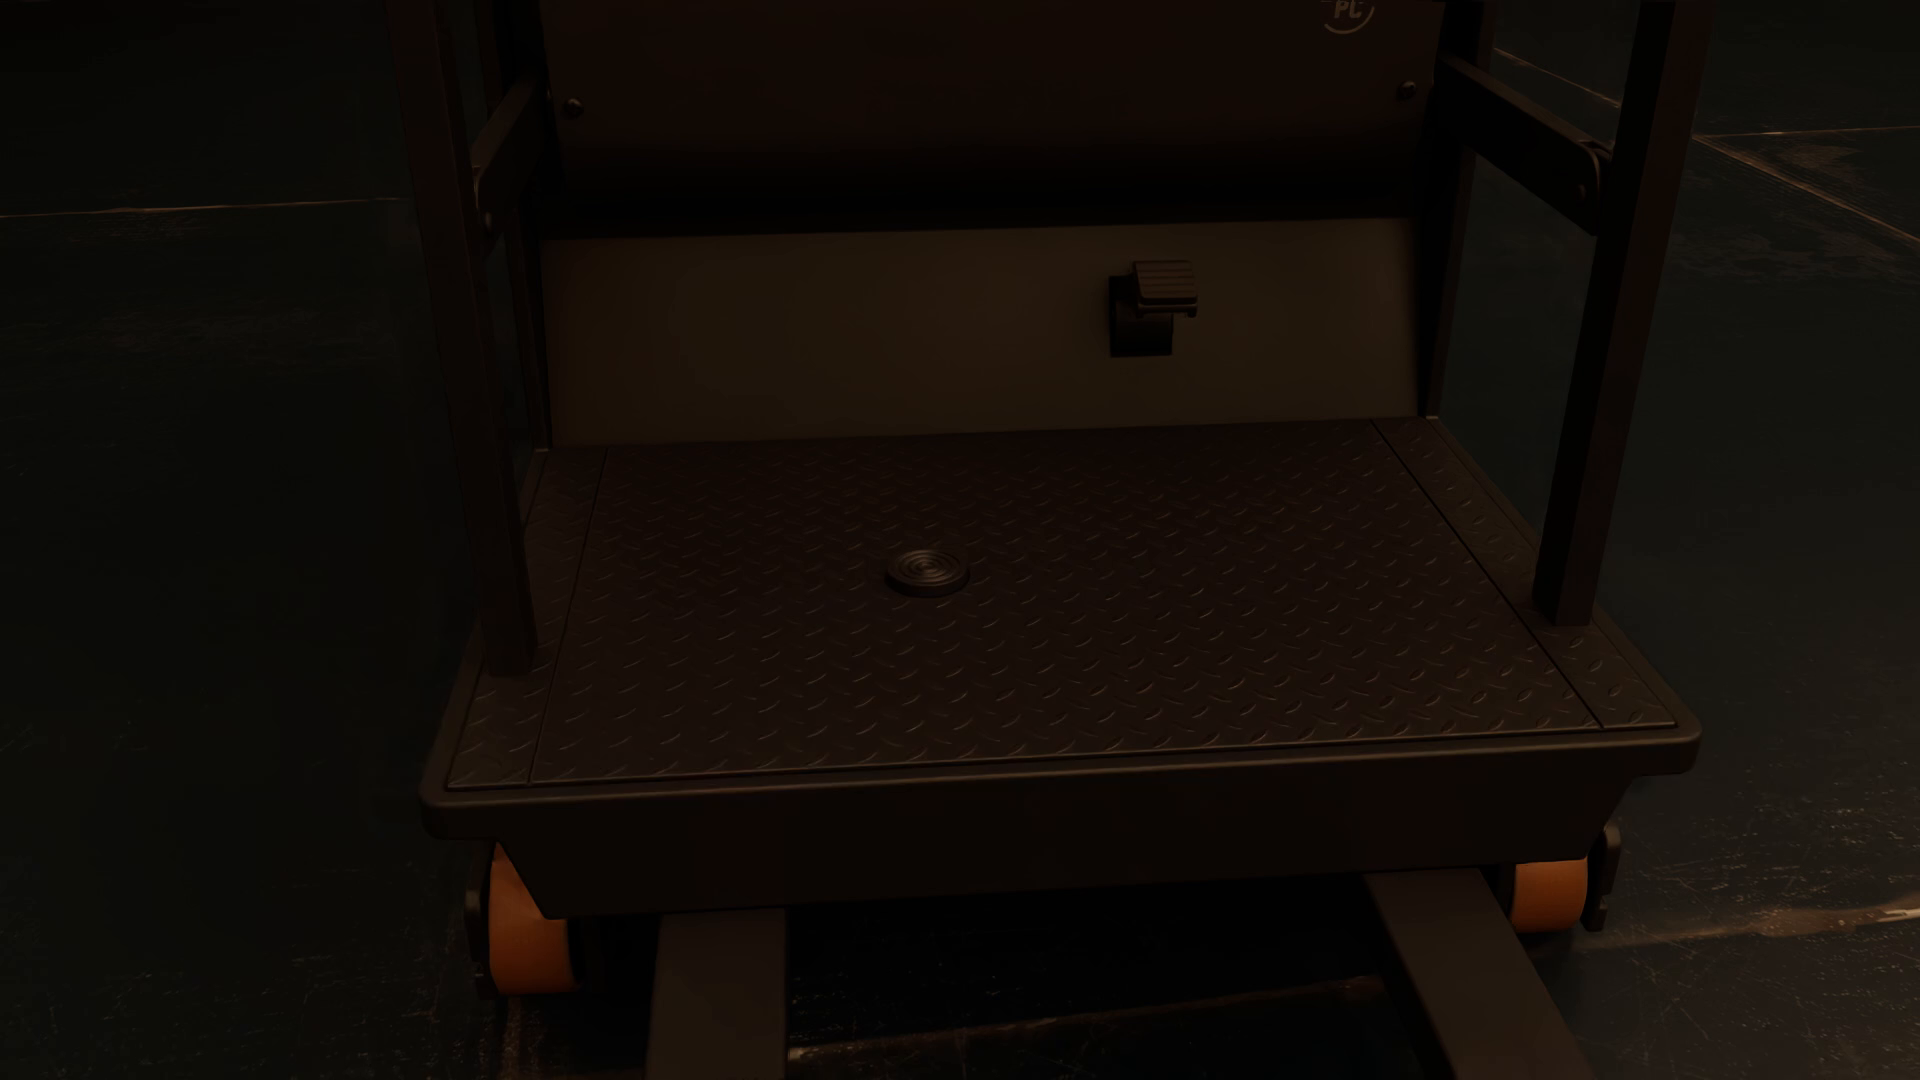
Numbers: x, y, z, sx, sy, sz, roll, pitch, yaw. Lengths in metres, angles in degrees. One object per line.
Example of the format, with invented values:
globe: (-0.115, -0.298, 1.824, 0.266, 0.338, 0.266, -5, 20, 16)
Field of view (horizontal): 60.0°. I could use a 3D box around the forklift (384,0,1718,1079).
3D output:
forklift: (0.060, -1.010, 1.276, 1.130, 2.935, 3.031, -2, 28, -4)
